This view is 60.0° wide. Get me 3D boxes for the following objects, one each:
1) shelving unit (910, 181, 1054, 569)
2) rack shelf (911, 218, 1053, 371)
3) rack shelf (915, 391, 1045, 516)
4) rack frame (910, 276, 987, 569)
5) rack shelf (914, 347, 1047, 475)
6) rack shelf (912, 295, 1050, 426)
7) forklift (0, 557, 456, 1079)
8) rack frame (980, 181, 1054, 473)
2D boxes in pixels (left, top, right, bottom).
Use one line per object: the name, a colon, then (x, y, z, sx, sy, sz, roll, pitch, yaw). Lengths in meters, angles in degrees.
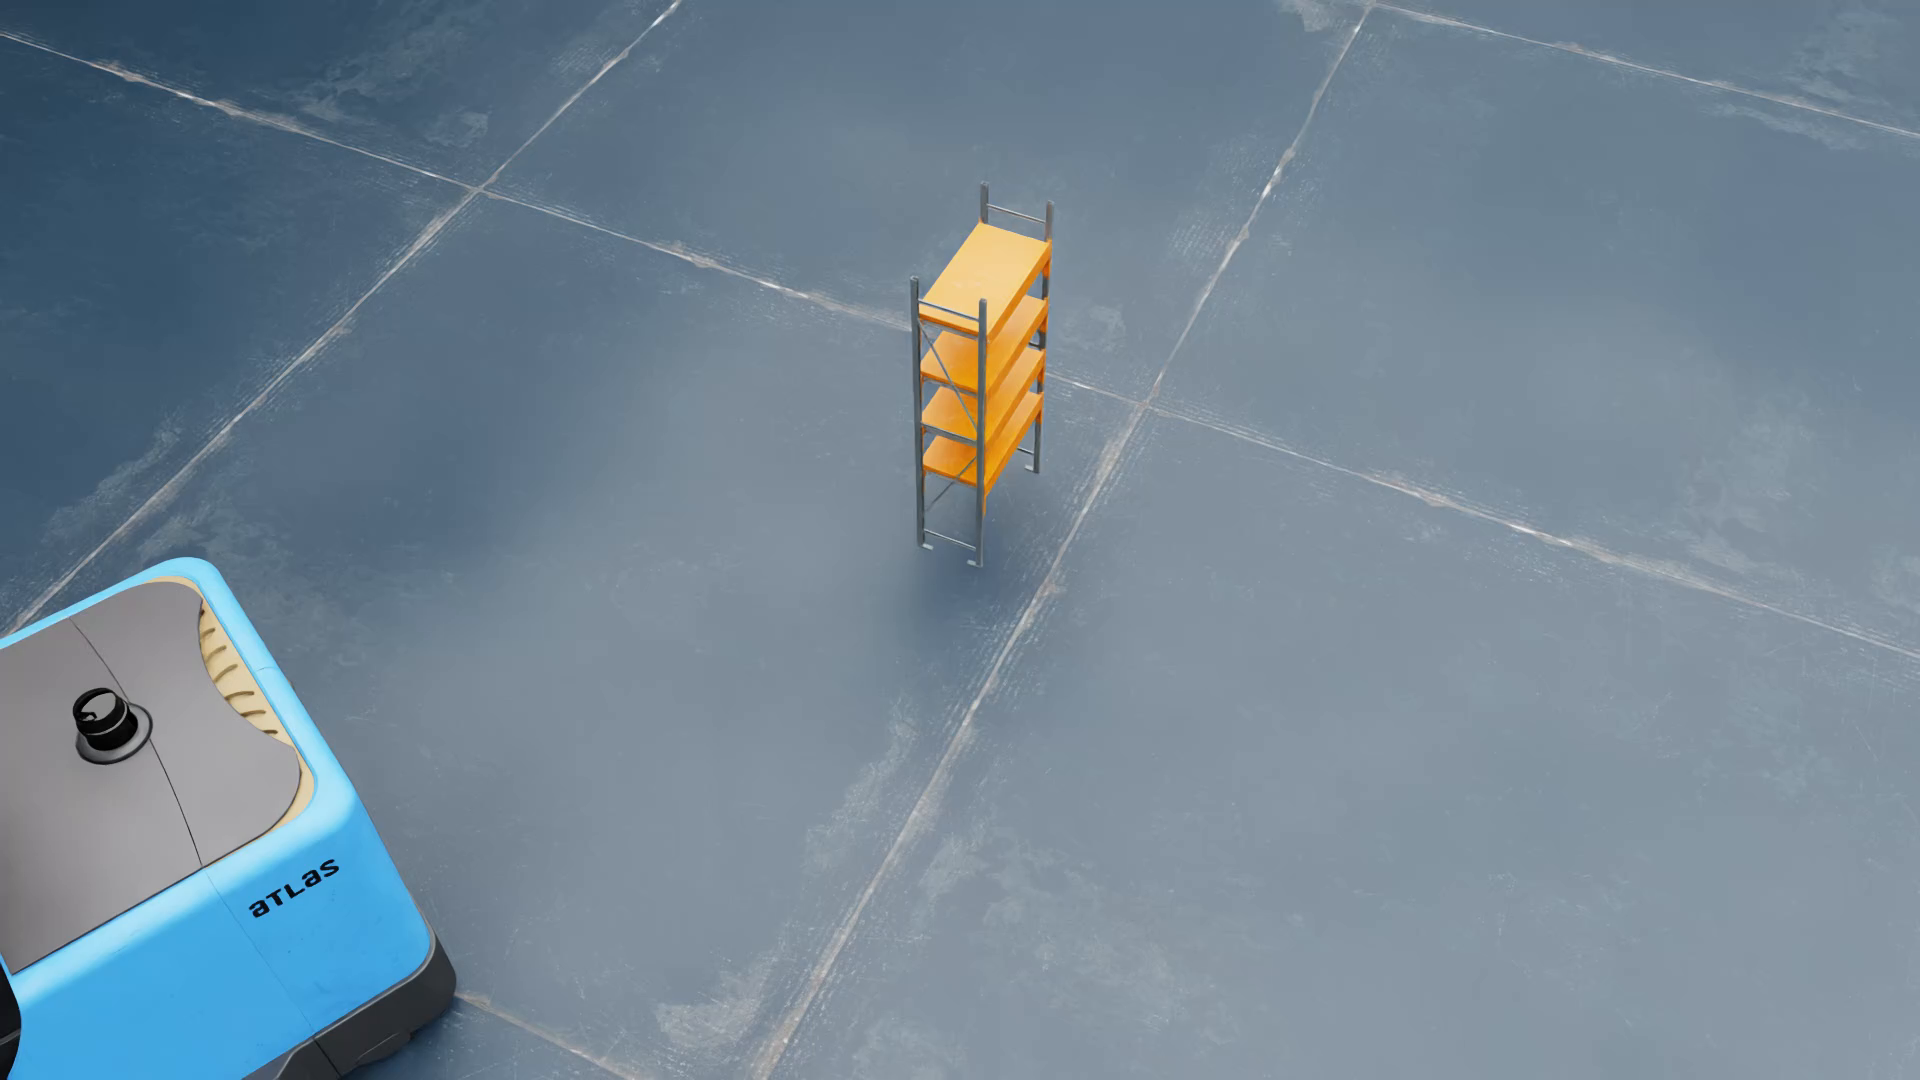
shelving unit: (0.071, -0.503, 5.390, 0.258, 1.200, 0.503, 20, 52, 16)
rack shelf: (0.071, -0.757, 5.091, 0.258, 0.148, 0.480, 20, 52, 16)
rack shelf: (0.071, -0.331, 5.592, 0.258, 0.148, 0.480, 20, 52, 16)
rack frame: (-0.034, -0.335, 5.247, 0.240, 1.200, 0.015, 20, 52, 16)
rack shelf: (0.071, -0.459, 5.441, 0.258, 0.148, 0.480, 20, 52, 16)
rack shelf: (0.071, -0.604, 5.271, 0.258, 0.148, 0.480, 20, 52, 16)
forklift: (-2.870, 0.743, 3.193, 3.031, 2.935, 1.130, -31, 56, -23)
rack frame: (0.175, -0.671, 5.533, 0.240, 1.200, 0.015, 20, 52, 16)
